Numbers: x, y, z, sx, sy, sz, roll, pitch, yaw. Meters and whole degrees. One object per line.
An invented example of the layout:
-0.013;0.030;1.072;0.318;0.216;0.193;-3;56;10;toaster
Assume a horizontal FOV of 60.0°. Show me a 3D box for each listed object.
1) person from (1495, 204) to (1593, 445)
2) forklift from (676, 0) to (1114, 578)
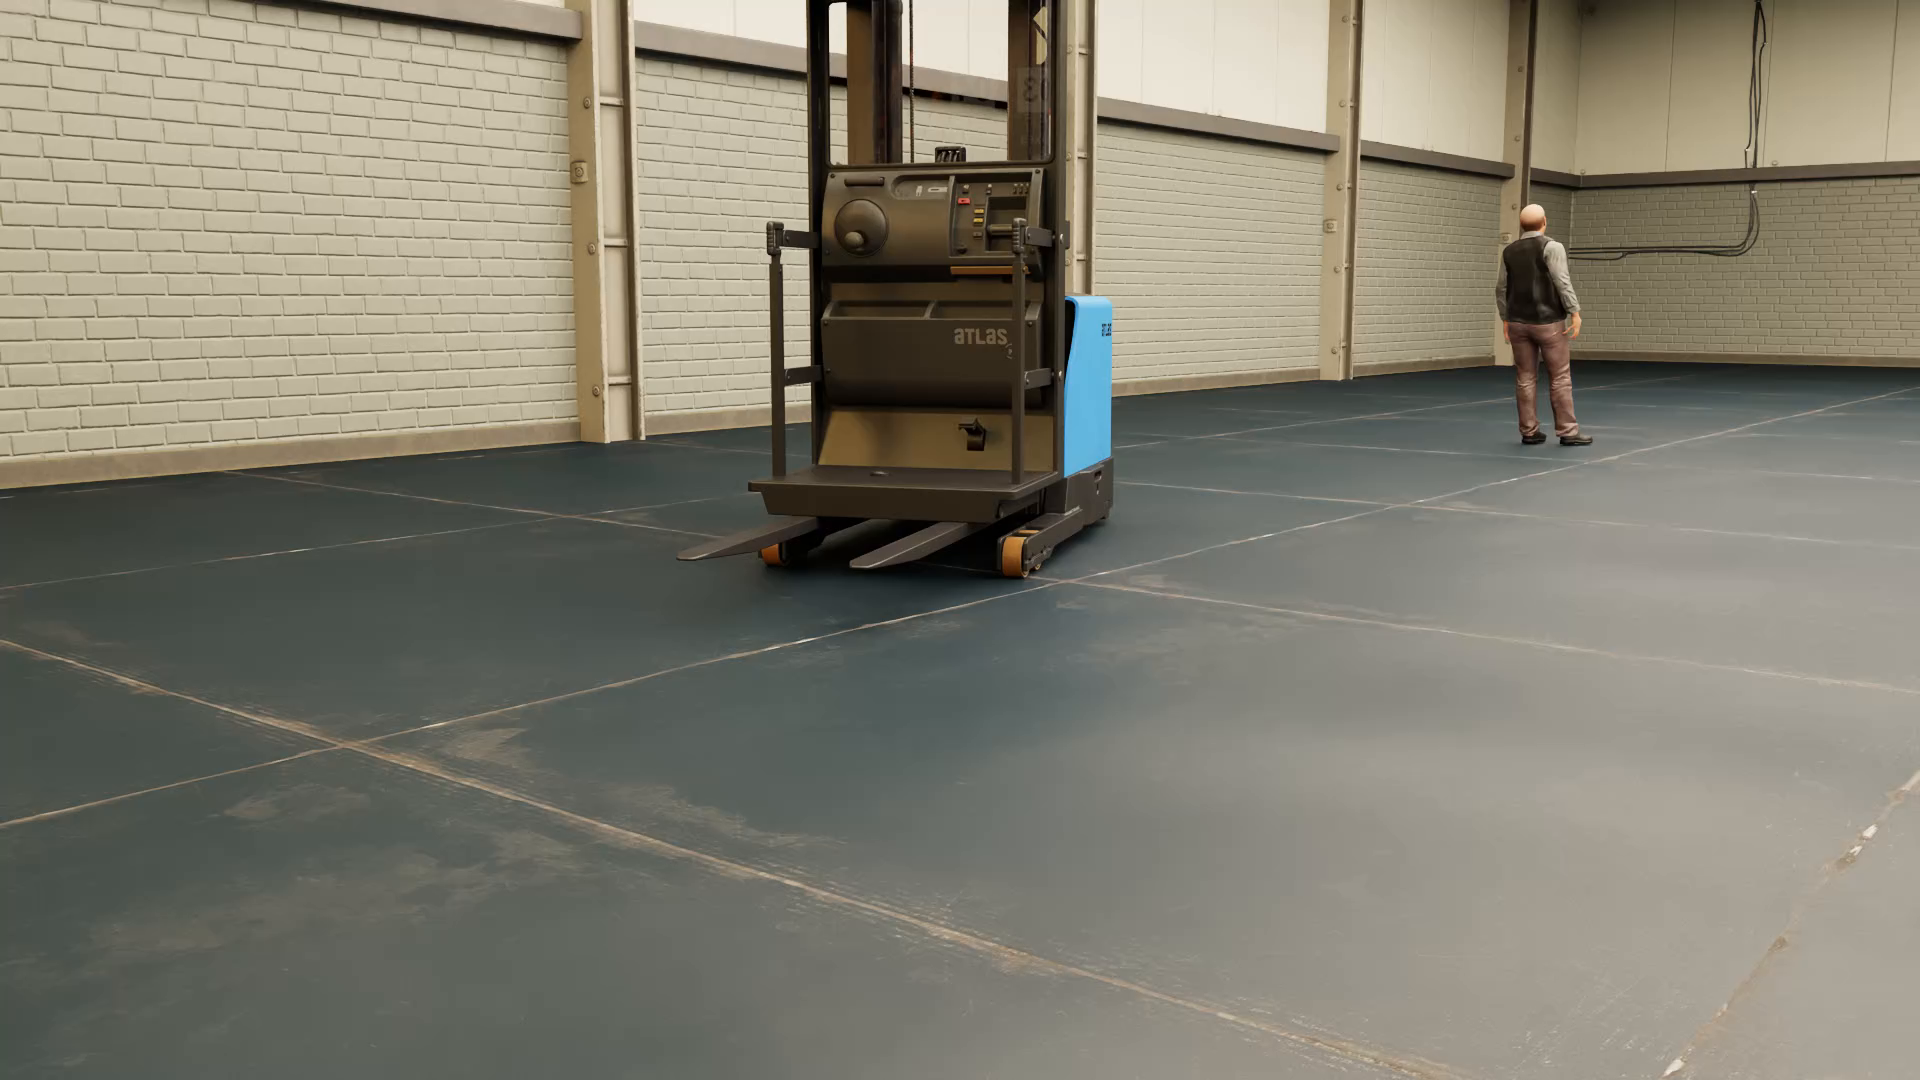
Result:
4.250;-1.568;12.122;0.569;1.720;0.632;-7;11;-39;person
-0.176;-1.366;6.616;1.130;2.935;3.031;3;9;17;forklift
